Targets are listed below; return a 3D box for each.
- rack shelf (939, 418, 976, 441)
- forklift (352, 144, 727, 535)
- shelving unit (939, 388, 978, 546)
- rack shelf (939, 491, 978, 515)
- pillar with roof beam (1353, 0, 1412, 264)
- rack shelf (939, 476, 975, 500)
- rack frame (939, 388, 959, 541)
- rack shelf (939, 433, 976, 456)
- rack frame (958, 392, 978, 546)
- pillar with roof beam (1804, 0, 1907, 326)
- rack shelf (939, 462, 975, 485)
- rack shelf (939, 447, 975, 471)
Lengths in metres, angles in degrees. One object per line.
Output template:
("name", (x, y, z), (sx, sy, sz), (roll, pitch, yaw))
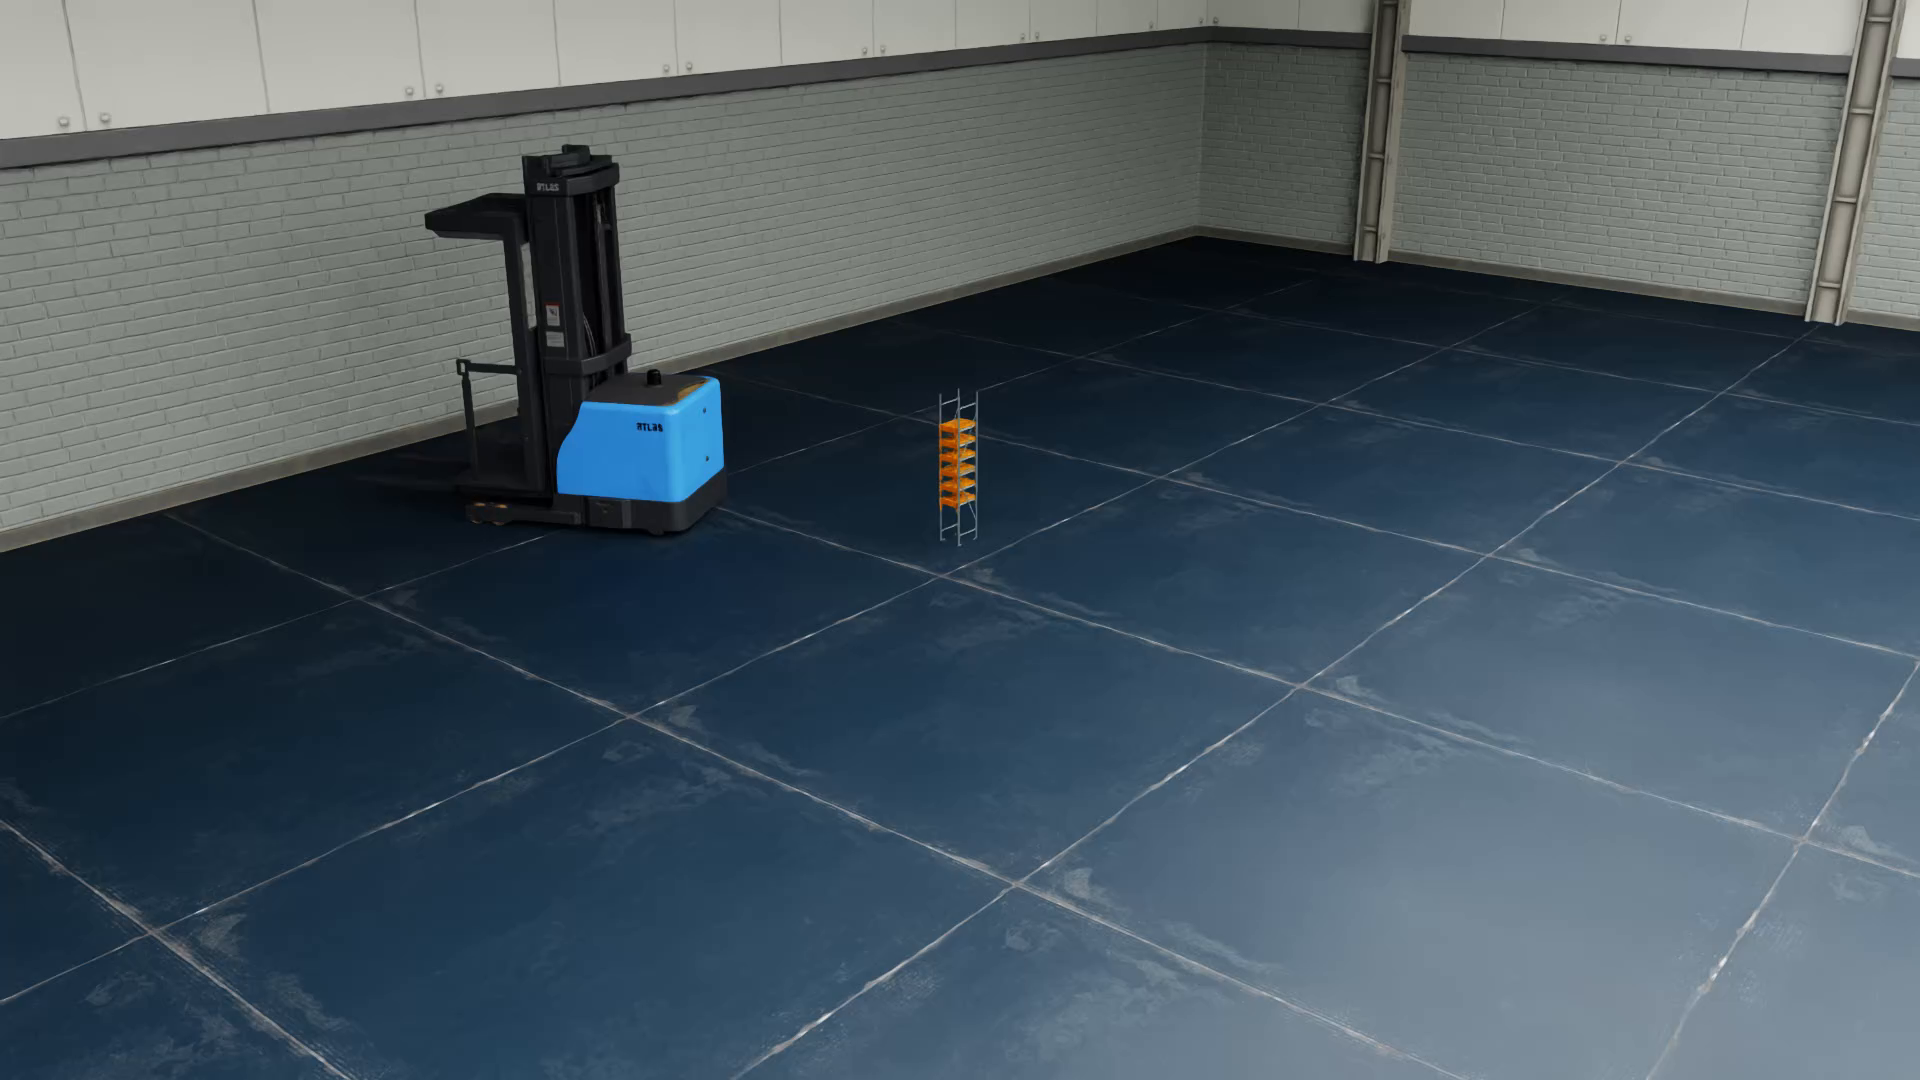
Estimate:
("rack shelf", (-0.011, -0.860, 12.854), (0.180, 0.103, 0.258), (16, 26, 36))
("forklift", (-3.533, -1.666, 13.433), (3.031, 2.935, 1.130), (5, 21, 12))
("shelving unit", (-0.011, -0.565, 12.965), (0.189, 1.200, 0.258), (16, 26, 36))
("rack shelf", (-0.011, -0.298, 13.065), (0.180, 0.103, 0.258), (16, 26, 36))
("pillar with roof beam", (3.149, -7.034, 19.068), (0.400, 9.000, 9.100), (16, 26, 36))
("rack shelf", (-0.011, -0.411, 13.023), (0.180, 0.103, 0.258), (16, 26, 36))
("rack frame", (-0.082, -0.585, 13.019), (0.006, 1.200, 0.240), (16, 26, 36))
("rack shelf", (-0.011, -0.748, 12.896), (0.180, 0.103, 0.258), (16, 26, 36))
("rack frame", (0.060, -0.544, 12.911), (0.006, 1.200, 0.240), (16, 26, 36))
("pillar with roof beam", (7.798, -5.696, 15.518), (0.400, 9.000, 9.100), (16, 26, 36))
("rack shelf", (-0.011, -0.523, 12.981), (0.180, 0.103, 0.258), (16, 26, 36))
("rack shelf", (-0.011, -0.635, 12.938), (0.180, 0.103, 0.258), (16, 26, 36))
